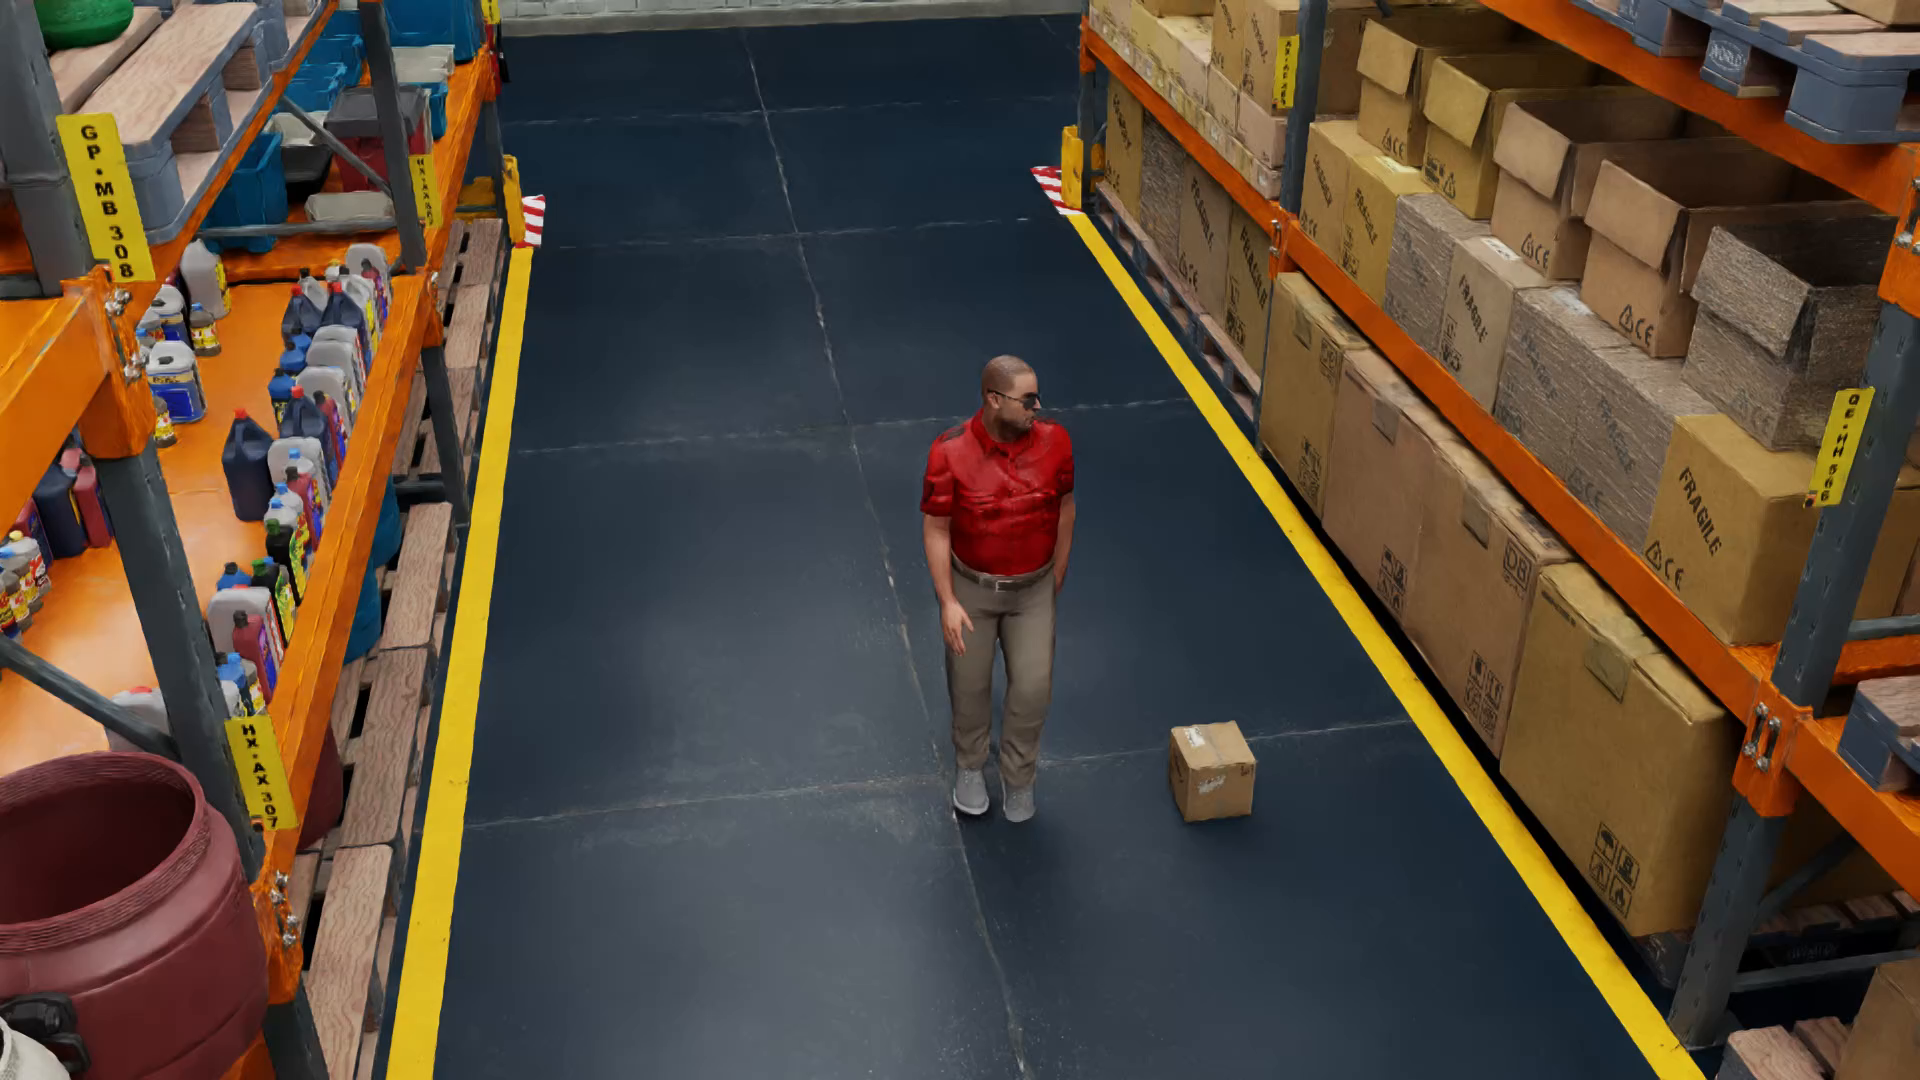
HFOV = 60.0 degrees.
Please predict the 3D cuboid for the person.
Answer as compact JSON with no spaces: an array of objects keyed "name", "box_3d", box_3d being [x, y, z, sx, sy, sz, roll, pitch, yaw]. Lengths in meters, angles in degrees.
[{"name":"person","box_3d":[0.153,0.240,5.798,0.559,1.840,0.441,-6,31,-9]}]
